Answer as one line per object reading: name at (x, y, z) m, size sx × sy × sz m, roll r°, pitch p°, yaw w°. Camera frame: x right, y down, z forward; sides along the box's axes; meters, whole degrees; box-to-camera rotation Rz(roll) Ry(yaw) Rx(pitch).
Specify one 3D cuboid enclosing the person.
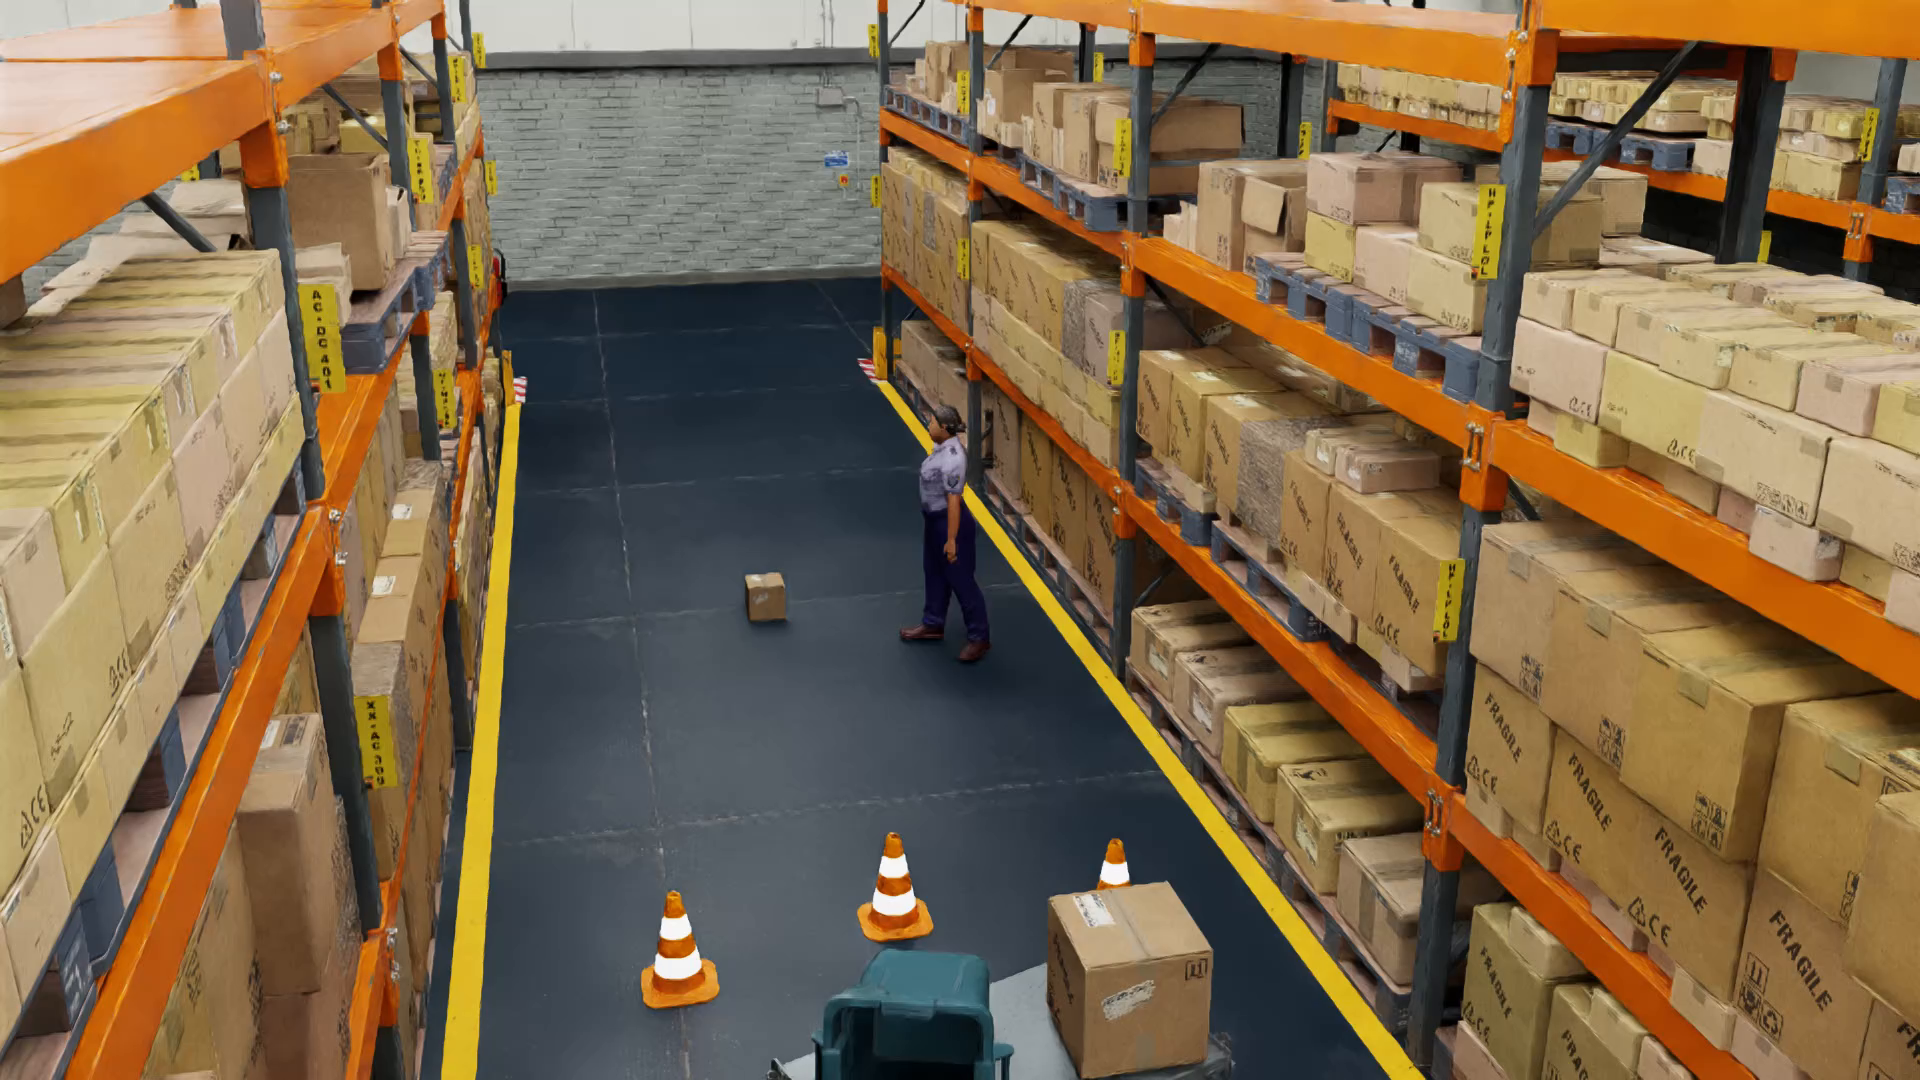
person at (-0.102, -0.089, 10.799) m, size 0.571 × 1.636 × 0.671 m, roll -3°, pitch 20°, yaw -8°
